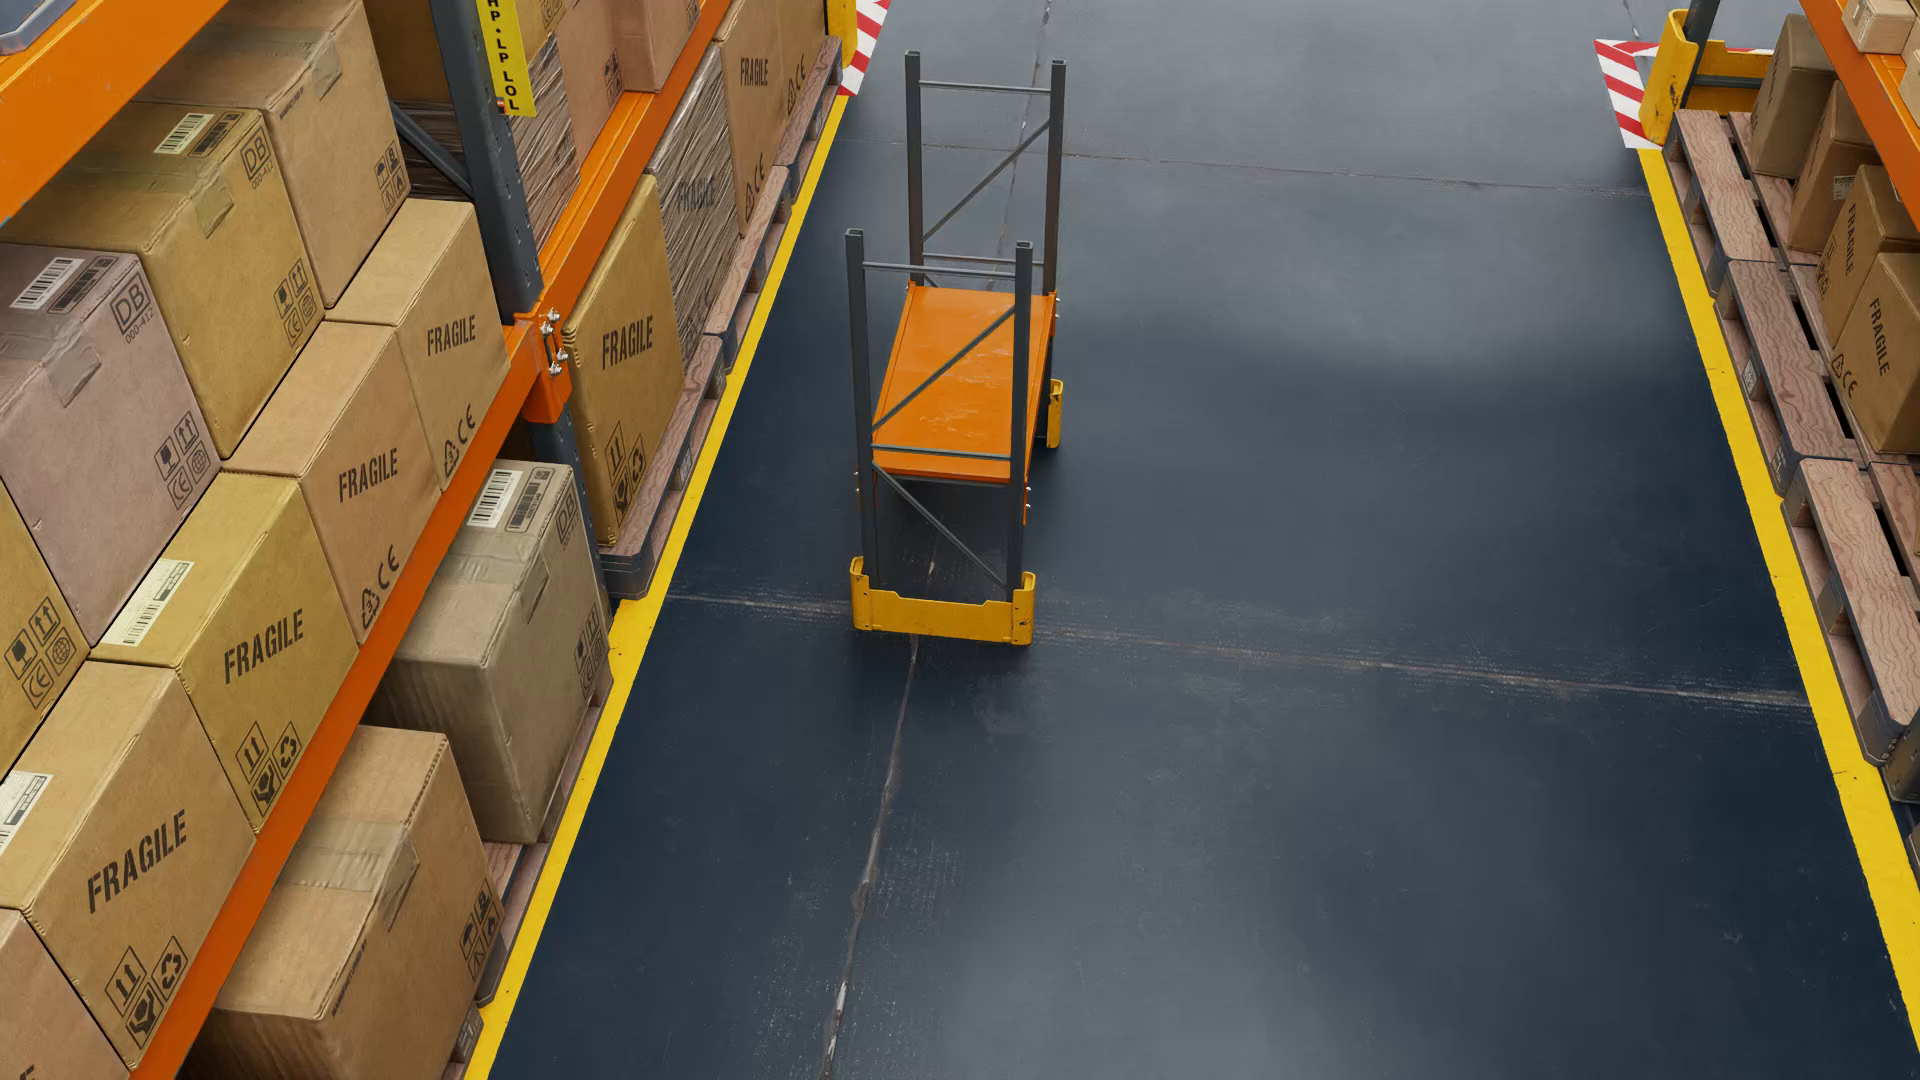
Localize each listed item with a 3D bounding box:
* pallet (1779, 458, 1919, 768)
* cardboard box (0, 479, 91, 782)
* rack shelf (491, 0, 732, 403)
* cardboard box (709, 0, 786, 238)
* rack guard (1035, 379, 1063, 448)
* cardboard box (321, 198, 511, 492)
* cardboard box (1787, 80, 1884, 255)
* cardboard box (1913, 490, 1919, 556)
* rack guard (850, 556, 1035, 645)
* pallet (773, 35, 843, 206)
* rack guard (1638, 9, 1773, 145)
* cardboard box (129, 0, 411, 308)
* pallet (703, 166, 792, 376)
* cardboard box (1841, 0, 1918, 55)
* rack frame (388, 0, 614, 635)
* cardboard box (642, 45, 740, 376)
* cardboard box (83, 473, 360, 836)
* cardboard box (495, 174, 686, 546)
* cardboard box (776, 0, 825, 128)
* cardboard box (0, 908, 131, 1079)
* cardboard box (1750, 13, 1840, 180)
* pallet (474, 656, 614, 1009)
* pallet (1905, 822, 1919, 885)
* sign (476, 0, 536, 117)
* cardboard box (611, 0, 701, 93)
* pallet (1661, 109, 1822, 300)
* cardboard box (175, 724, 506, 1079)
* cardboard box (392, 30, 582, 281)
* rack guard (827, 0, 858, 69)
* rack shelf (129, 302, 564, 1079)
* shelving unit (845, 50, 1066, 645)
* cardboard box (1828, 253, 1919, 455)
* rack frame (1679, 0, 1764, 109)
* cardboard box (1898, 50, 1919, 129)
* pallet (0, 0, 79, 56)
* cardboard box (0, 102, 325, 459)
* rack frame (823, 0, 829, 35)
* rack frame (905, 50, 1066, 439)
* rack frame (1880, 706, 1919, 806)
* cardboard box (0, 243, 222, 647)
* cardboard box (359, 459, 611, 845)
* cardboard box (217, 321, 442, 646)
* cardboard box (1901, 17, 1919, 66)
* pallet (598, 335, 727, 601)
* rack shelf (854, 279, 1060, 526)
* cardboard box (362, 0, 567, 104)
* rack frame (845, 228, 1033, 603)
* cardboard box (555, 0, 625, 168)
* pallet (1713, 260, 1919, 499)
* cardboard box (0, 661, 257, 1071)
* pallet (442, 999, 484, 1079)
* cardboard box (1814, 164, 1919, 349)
[{"bbox_3d":[3.315,0.245,5.338,1.003,0.211,1.213,5,44,6],"label":"pallet"},{"bbox_3d":[-1.903,0.152,2.608,0.700,0.500,0.500,5,44,5],"label":"cardboard box"},{"bbox_3d":[-1.377,-1.928,6.128,1.077,0.370,4.000,5,44,6],"label":"rack shelf"},{"bbox_3d":[-1.251,-1.865,6.778,0.875,0.875,0.875,5,44,5],"label":"cardboard box"},{"bbox_3d":[0.076,-0.482,6.077,0.587,0.250,0.087,5,44,6],"label":"rack guard"},{"bbox_3d":[-1.446,-0.483,4.005,0.500,0.500,0.500,5,44,5],"label":"cardboard box"},{"bbox_3d":[3.646,-1.443,6.605,0.500,0.500,0.500,16,46,16],"label":"cardboard box"},{"bbox_3d":[3.422,-0.211,5.304,0.500,0.500,0.500,19,46,19],"label":"cardboard box"},{"bbox_3d":[-0.056,0.197,5.360,0.587,0.250,0.087,5,44,6],"label":"rack guard"},{"bbox_3d":[-1.141,-1.988,7.696,1.003,0.211,1.213,5,44,6],"label":"pallet"},{"bbox_3d":[3.780,-2.073,7.576,1.175,0.500,0.348,5,44,6],"label":"rack guard"},{"bbox_3d":[-1.702,-0.887,3.705,0.700,0.500,0.500,5,44,5],"label":"cardboard box"},{"bbox_3d":[-1.305,-1.159,6.820,1.003,0.211,1.213,5,44,6],"label":"pallet"},{"bbox_3d":[3.222,-1.755,5.605,0.380,0.149,0.250,5,44,6],"label":"cardboard box"},{"bbox_3d":[-1.642,-0.826,4.441,1.000,3.000,0.127,5,44,6],"label":"rack frame"},{"bbox_3d":[-1.374,-1.244,6.122,0.875,0.875,0.875,6,44,6],"label":"cardboard box"},{"bbox_3d":[-1.579,0.206,3.278,0.500,0.500,0.500,6,44,6],"label":"cardboard box"},{"bbox_3d":[-1.489,-0.630,5.473,0.875,0.875,0.875,6,44,6],"label":"cardboard box"},{"bbox_3d":[-1.137,-2.465,7.412,0.875,0.875,0.875,5,44,6],"label":"cardboard box"},{"bbox_3d":[-1.712,0.892,2.554,0.500,0.500,0.500,5,44,5],"label":"cardboard box"},{"bbox_3d":[3.691,-1.853,7.038,0.500,0.500,0.500,13,45,13],"label":"cardboard box"},{"bbox_3d":[-1.669,0.719,4.837,1.003,0.211,1.213,5,44,6],"label":"pallet"},{"bbox_3d":[3.160,1.237,4.290,1.003,0.211,1.213,5,44,6],"label":"pallet"},{"bbox_3d":[-1.103,-1.175,4.025,0.100,0.325,0.005,5,44,6],"label":"sign"},{"bbox_3d":[-1.366,-1.868,5.432,0.875,0.550,0.550,5,44,6],"label":"cardboard box"},{"bbox_3d":[3.638,-1.418,7.094,1.003,0.211,1.213,5,44,6],"label":"pallet"},{"bbox_3d":[-1.766,0.926,3.921,1.050,0.750,0.750,5,44,6],"label":"cardboard box"},{"bbox_3d":[-1.605,-1.133,4.656,0.875,0.550,0.550,5,44,6],"label":"cardboard box"},{"bbox_3d":[-1.110,-2.661,8.197,1.175,0.500,0.348,5,44,6],"label":"rack guard"},{"bbox_3d":[-1.906,0.798,3.249,1.077,0.370,4.000,5,44,6],"label":"rack shelf"},{"bbox_3d":[0.010,-0.597,5.289,0.587,1.500,1.083,5,44,6],"label":"shelving unit"},{"bbox_3d":[3.426,-0.642,5.759,0.500,0.500,0.500,2,43,2],"label":"cardboard box"},{"bbox_3d":[3.790,-3.033,6.771,1.000,3.000,0.127,5,44,6],"label":"rack frame"},{"bbox_3d":[3.211,-1.410,5.240,0.380,0.149,0.250,5,44,6],"label":"cardboard box"},{"bbox_3d":[-1.714,-1.217,2.811,0.805,0.209,1.217,4,44,4],"label":"pallet"},{"bbox_3d":[-1.768,-0.536,3.335,0.700,0.500,0.500,5,44,5],"label":"cardboard box"},{"bbox_3d":[-1.113,-3.552,7.320,1.000,3.000,0.127,5,44,6],"label":"rack frame"},{"bbox_3d":[0.078,-0.949,5.662,0.500,1.500,0.032,5,44,6],"label":"rack frame"},{"bbox_3d":[3.261,-0.307,3.892,1.000,3.000,0.127,5,44,6],"label":"rack frame"},{"bbox_3d":[-1.835,-0.192,2.971,0.700,0.500,0.500,6,44,6],"label":"cardboard box"},{"bbox_3d":[-1.635,0.269,4.615,1.050,0.750,0.750,5,44,5],"label":"cardboard box"},{"bbox_3d":[-1.513,-0.138,3.642,0.500,0.500,0.500,5,44,5],"label":"cardboard box"},{"bbox_3d":[3.320,-1.573,5.412,0.380,0.149,0.250,5,44,6],"label":"cardboard box"},{"bbox_3d":[-1.464,-0.325,5.940,1.003,0.211,1.213,5,44,6],"label":"pallet"},{"bbox_3d":[0.011,-0.472,5.419,0.538,0.185,1.000,5,44,6],"label":"rack shelf"},{"bbox_3d":[-1.559,-1.521,4.280,0.875,0.550,0.550,5,44,6],"label":"cardboard box"},{"bbox_3d":[-0.056,-0.256,4.930,0.500,1.500,0.032,5,44,6],"label":"rack frame"},{"bbox_3d":[-1.555,-1.510,5.054,0.875,0.550,0.550,5,44,6],"label":"cardboard box"},{"bbox_3d":[3.474,-0.589,6.218,1.003,0.211,1.213,5,44,6],"label":"pallet"},{"bbox_3d":[-1.644,0.552,2.912,0.500,0.500,0.500,5,44,5],"label":"cardboard box"},{"bbox_3d":[-1.828,1.553,3.957,1.003,0.211,1.213,5,44,6],"label":"pallet"},{"bbox_3d":[3.544,-1.018,6.156,0.500,0.500,0.500,9,44,9],"label":"cardboard box"}]
